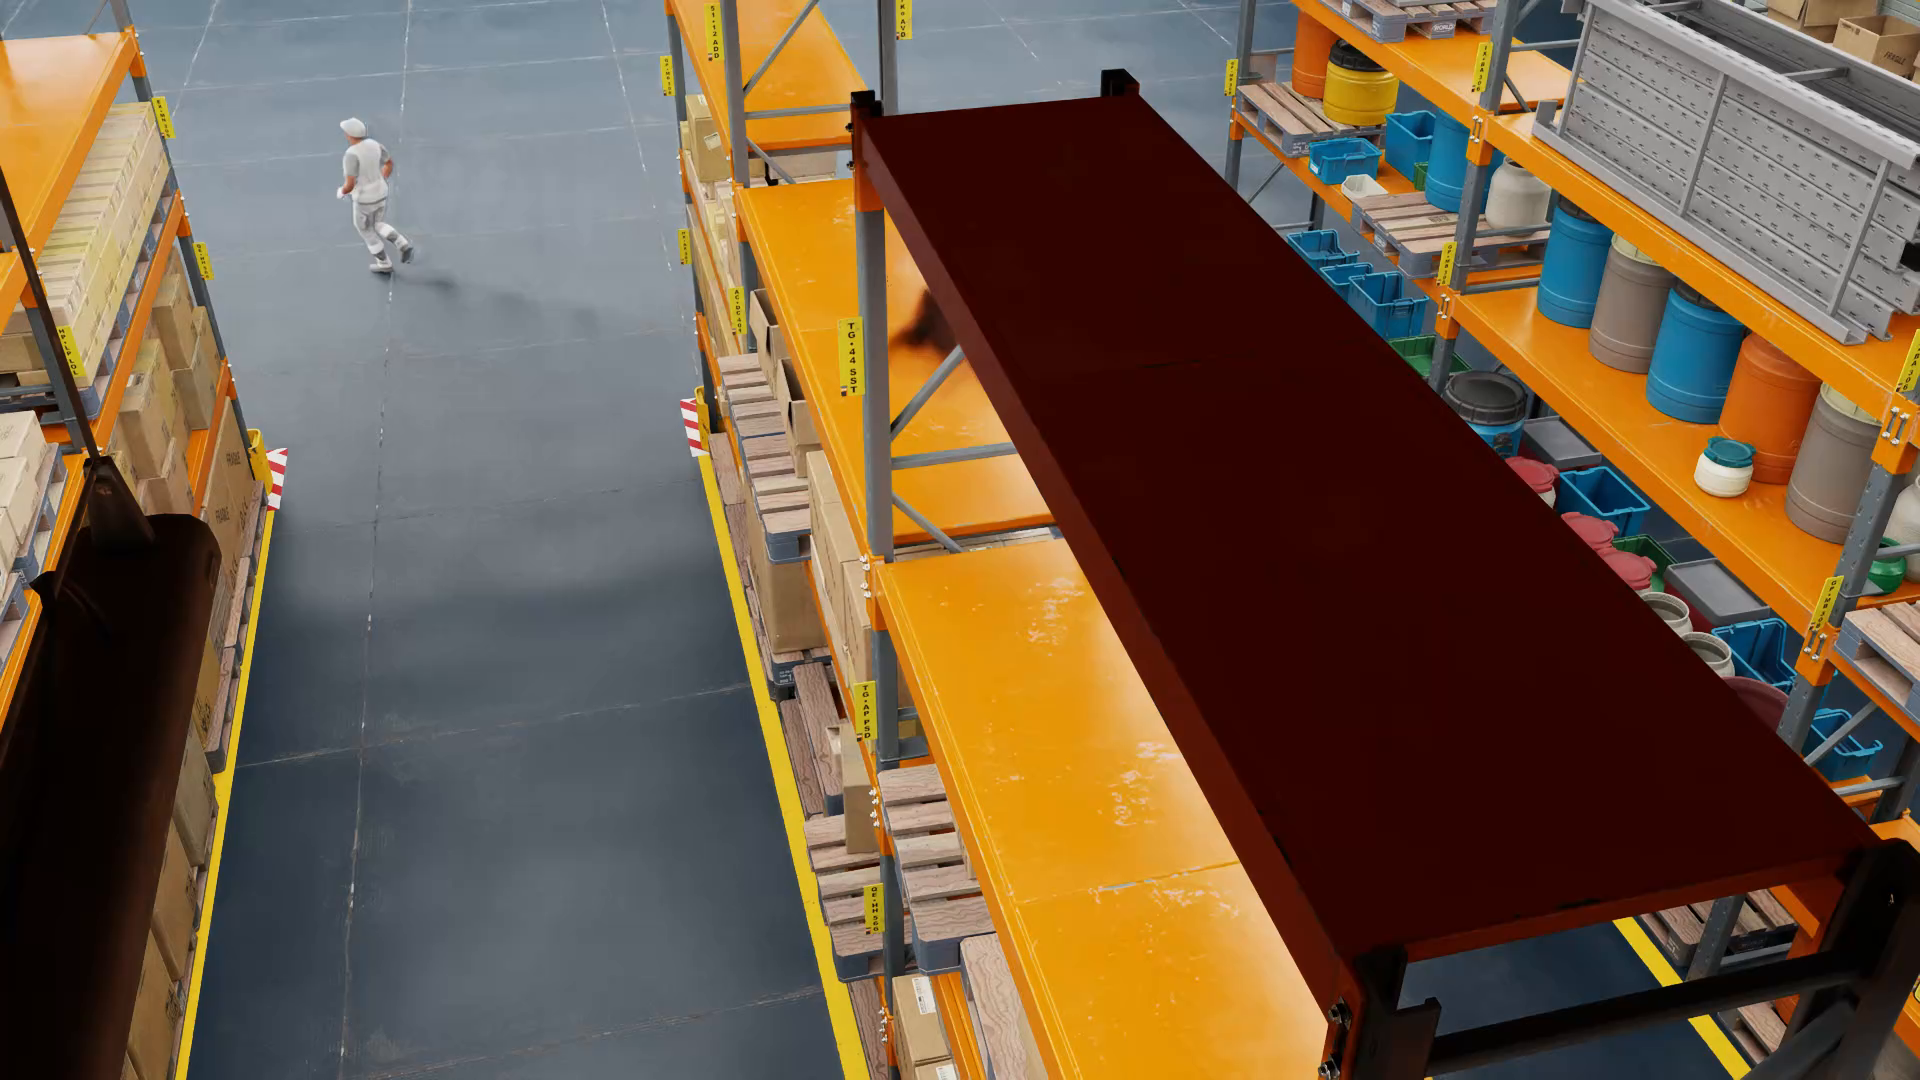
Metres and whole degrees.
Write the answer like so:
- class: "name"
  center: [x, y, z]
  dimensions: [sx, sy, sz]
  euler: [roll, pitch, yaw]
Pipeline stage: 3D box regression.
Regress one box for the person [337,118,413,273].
- class: "person"
  center: [-6.337, -3.684, 17.931]
  dimensions: [0.593, 1.756, 0.678]
  euler: [13, 37, 19]
